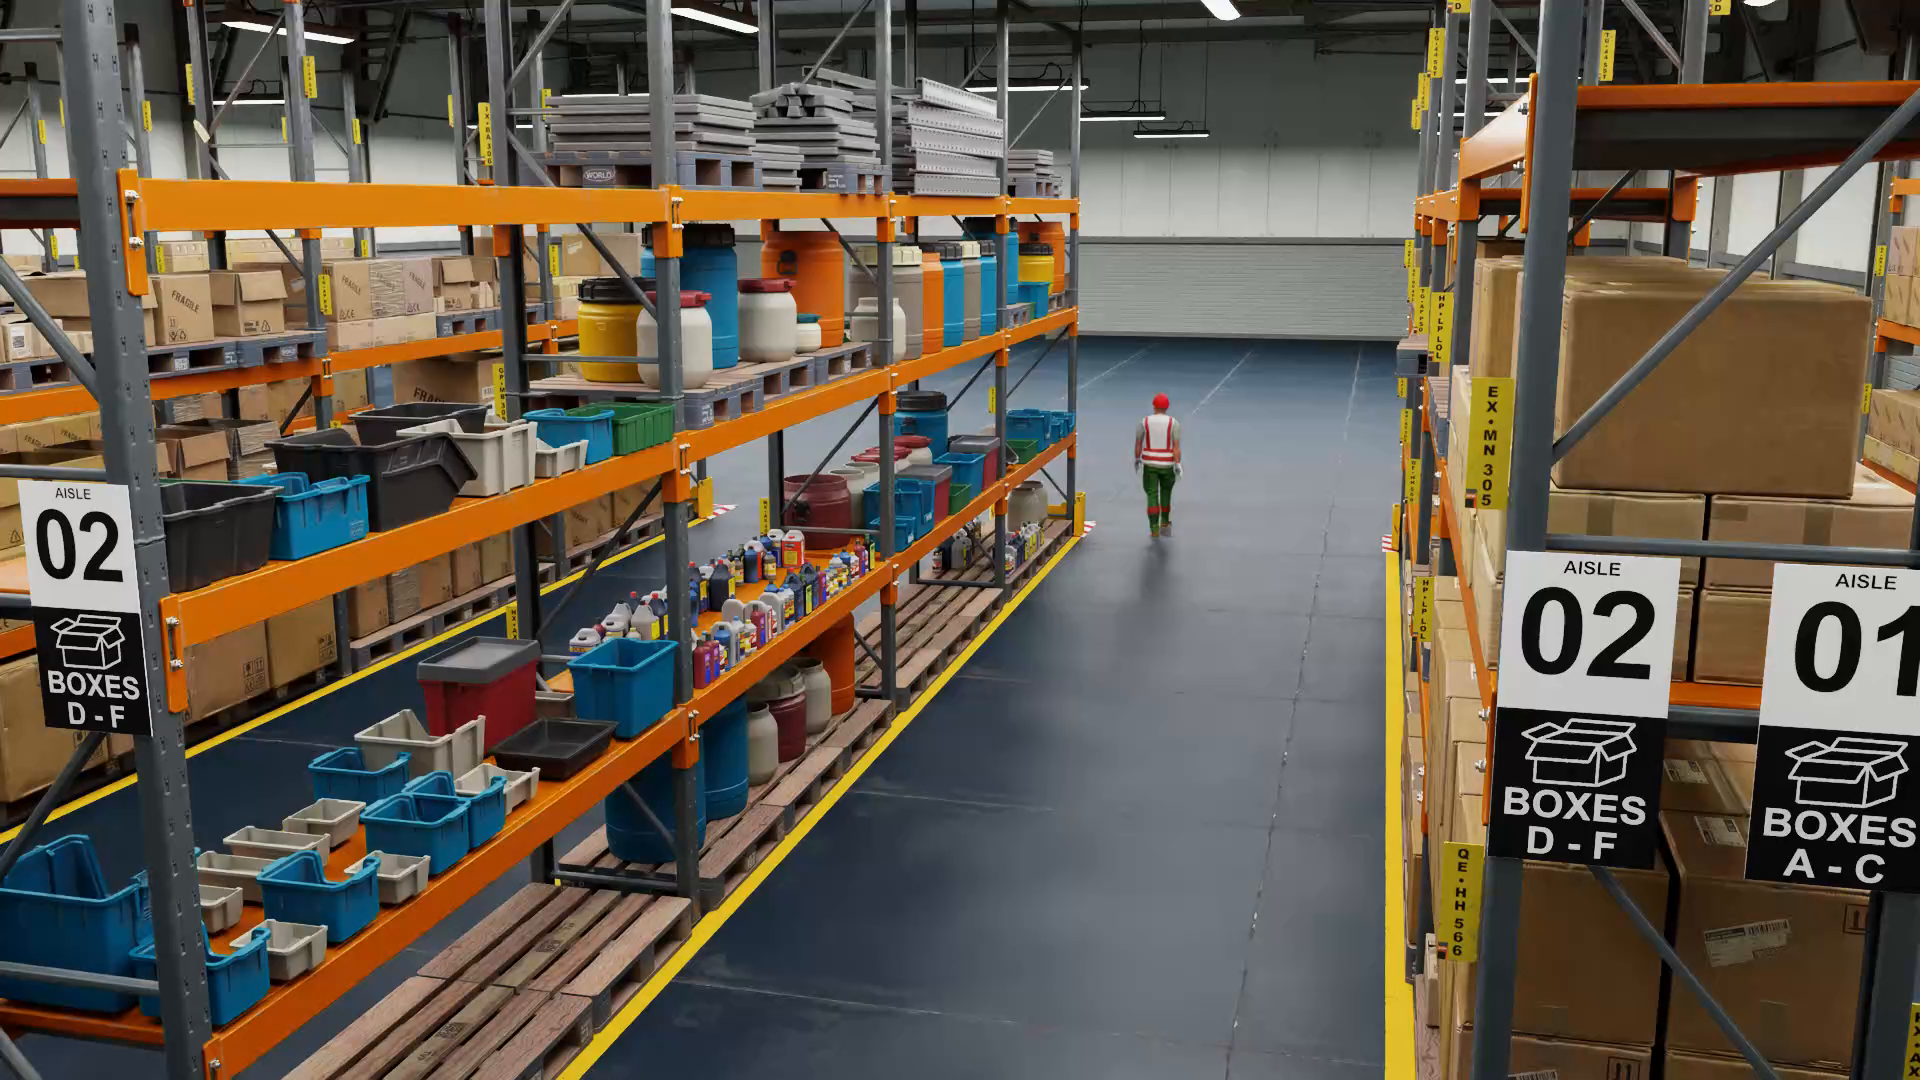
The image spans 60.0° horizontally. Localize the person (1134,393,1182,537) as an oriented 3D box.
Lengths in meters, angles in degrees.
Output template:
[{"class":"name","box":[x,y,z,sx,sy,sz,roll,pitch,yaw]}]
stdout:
[{"class":"person","box":[2.445,-0.969,20.606,0.577,1.737,0.995,1,11,4]}]
